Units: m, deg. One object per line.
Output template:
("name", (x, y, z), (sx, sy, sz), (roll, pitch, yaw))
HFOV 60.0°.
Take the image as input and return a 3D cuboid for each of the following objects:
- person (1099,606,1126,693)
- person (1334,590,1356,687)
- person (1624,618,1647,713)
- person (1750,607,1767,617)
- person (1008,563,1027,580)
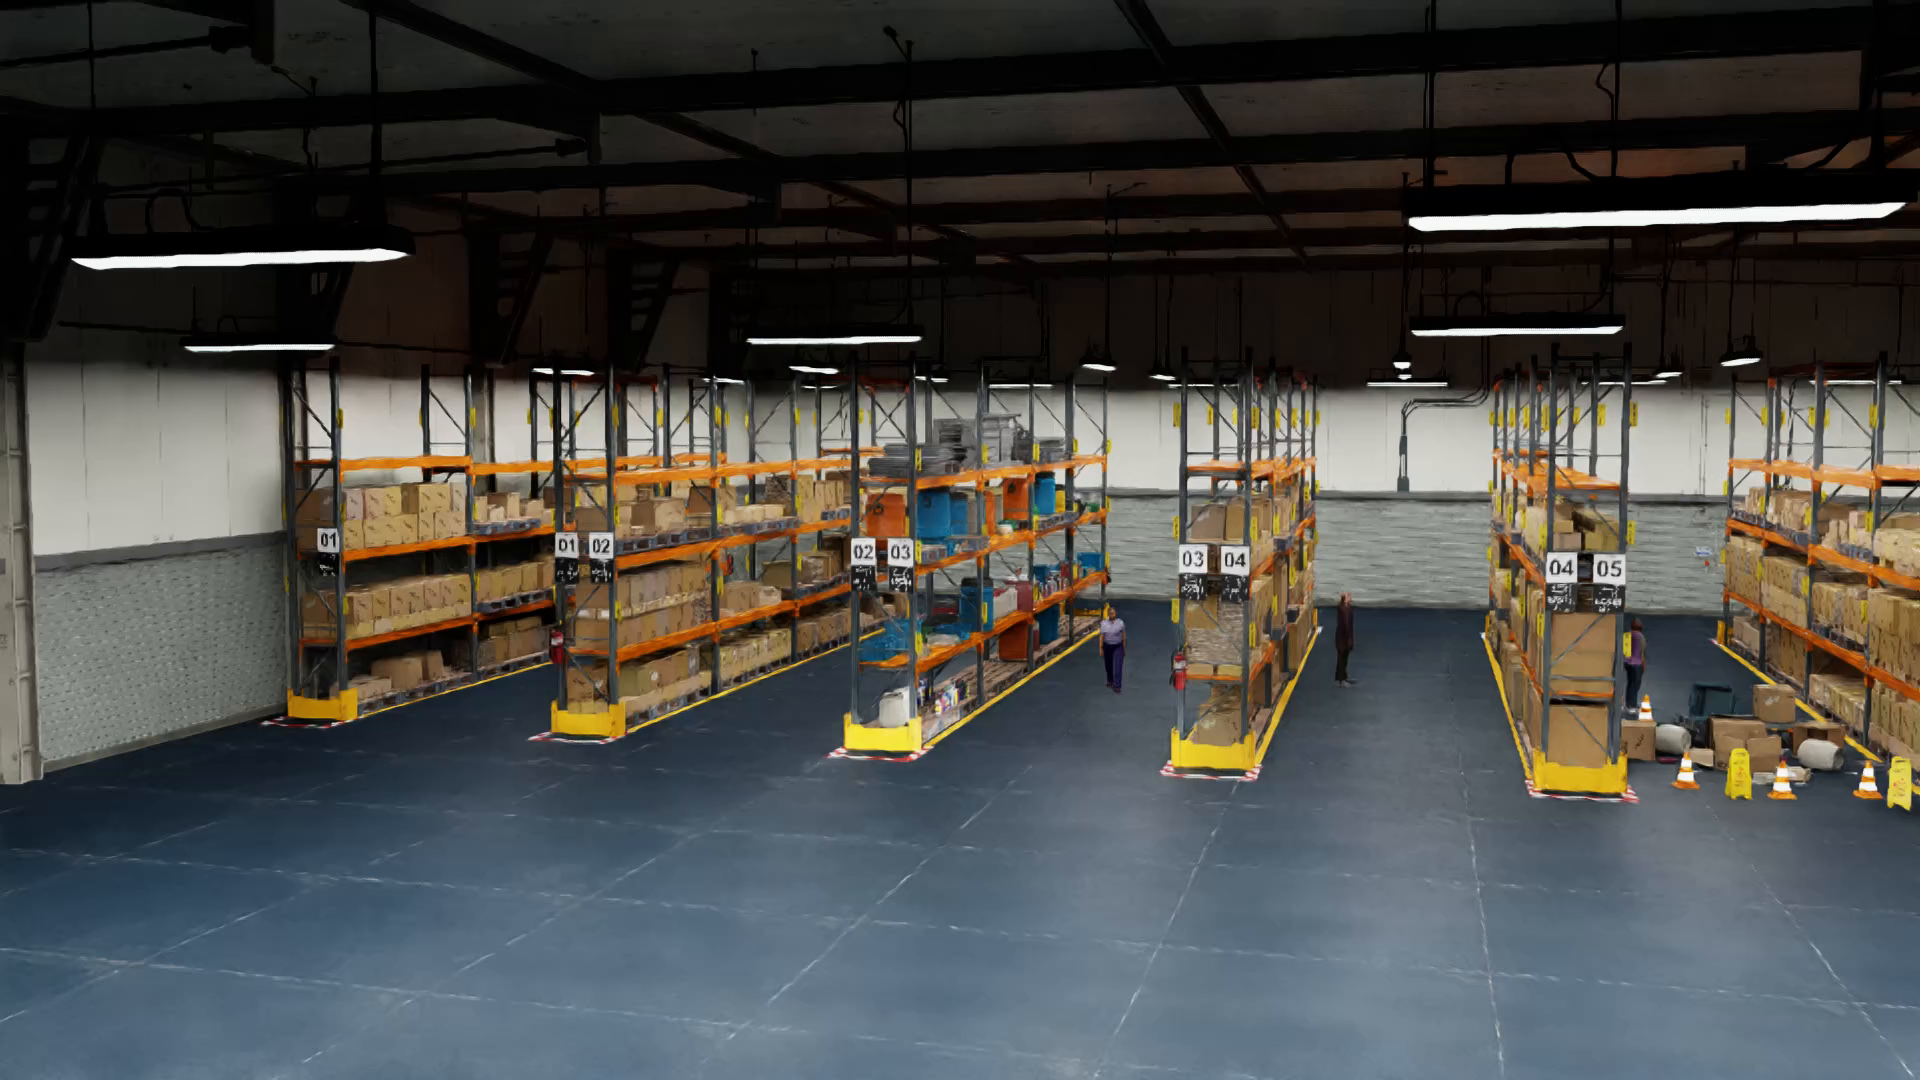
("person", (2.775, 1.972, 30.416), (0.481, 1.565, 1.091), (1, 4, 13))
("person", (7.202, 1.819, 31.011), (0.442, 1.787, 0.693), (0, 4, 3))
("person", (11.470, 2.129, 28.192), (0.399, 1.589, 0.469), (-1, 4, -15))
("person", (18.467, 1.287, 38.406), (0.522, 1.771, 0.762), (-1, 4, -17))
("person", (1.383, 1.340, 38.860), (0.637, 1.627, 0.789), (2, 4, 21))
